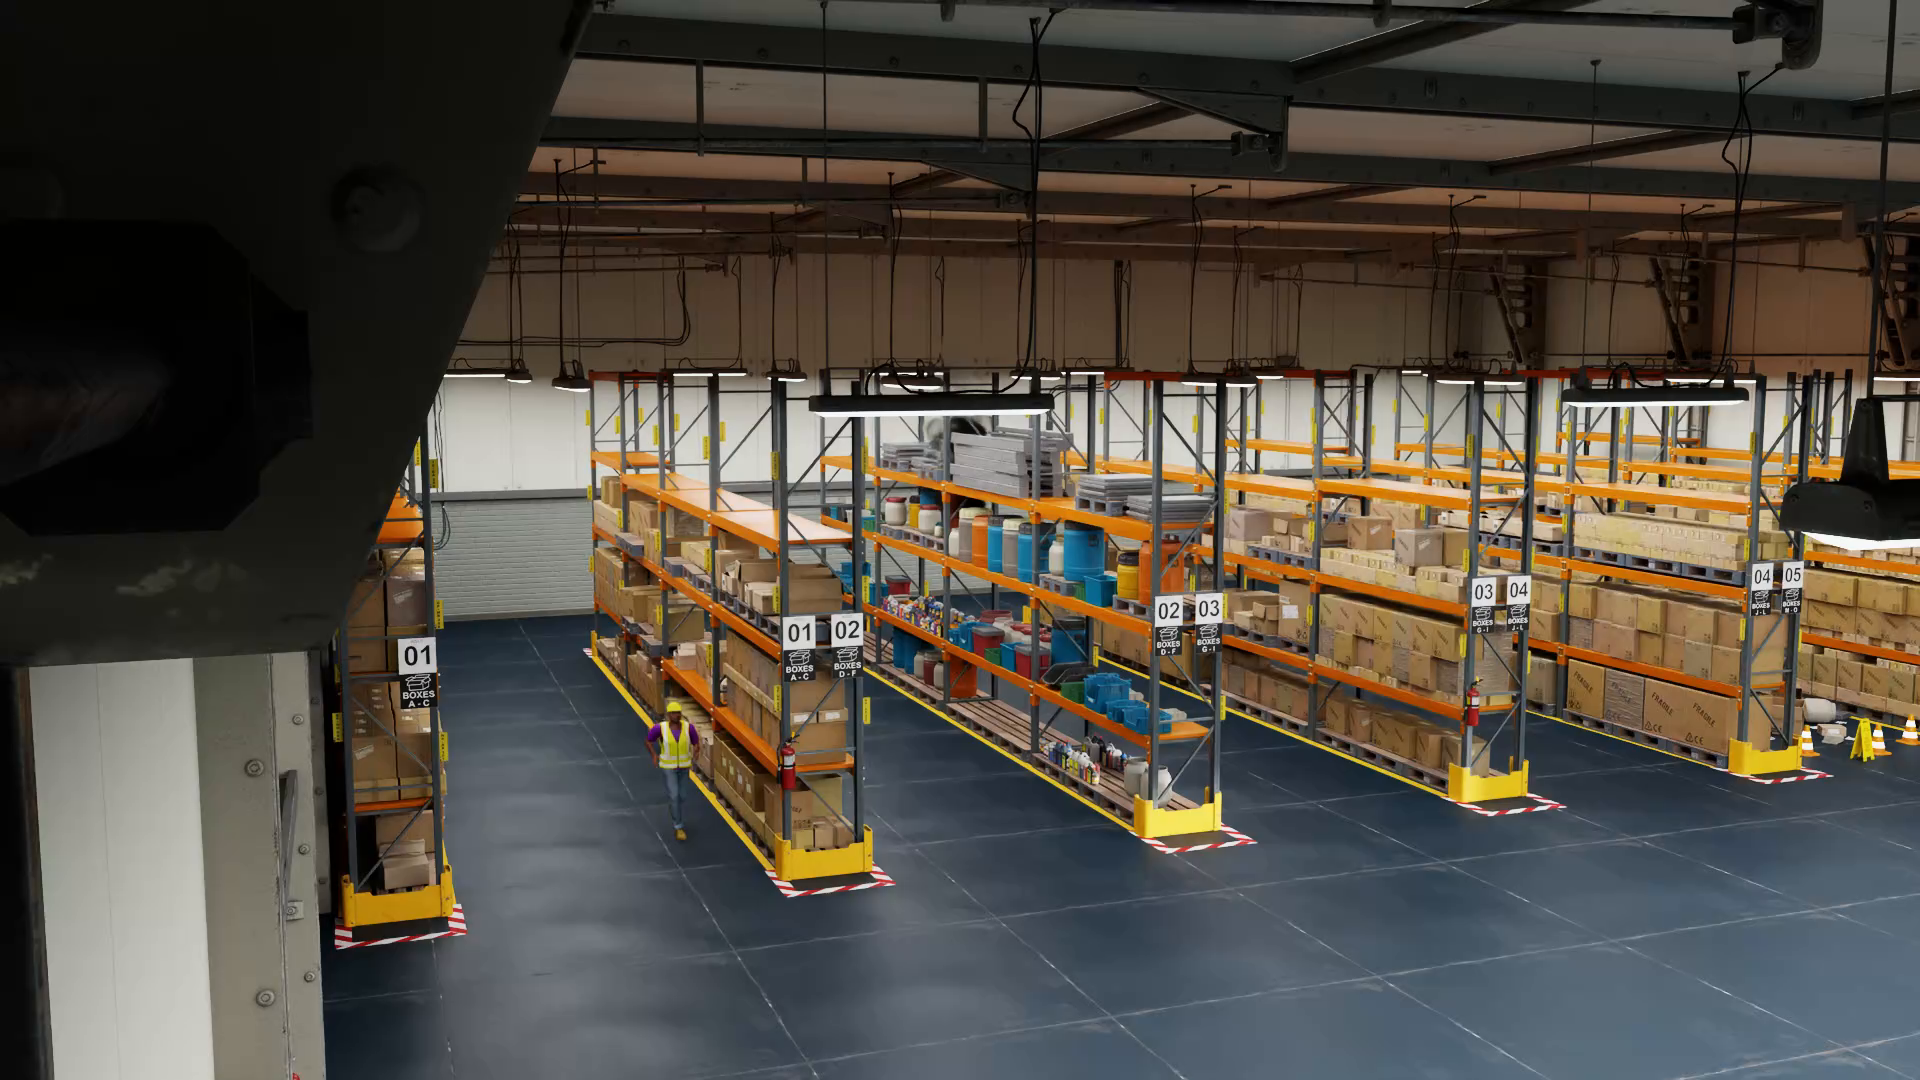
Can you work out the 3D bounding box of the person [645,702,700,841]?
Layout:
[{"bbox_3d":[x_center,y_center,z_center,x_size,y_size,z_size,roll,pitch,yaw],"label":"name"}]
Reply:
[{"bbox_3d":[-3.775,3.010,22.020,0.699,1.769,0.921,-3,7,-24],"label":"person"}]

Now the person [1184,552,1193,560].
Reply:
[{"bbox_3d":[5.712,0.953,41.063,0.690,1.660,0.735,-4,8,-34],"label":"person"}]
